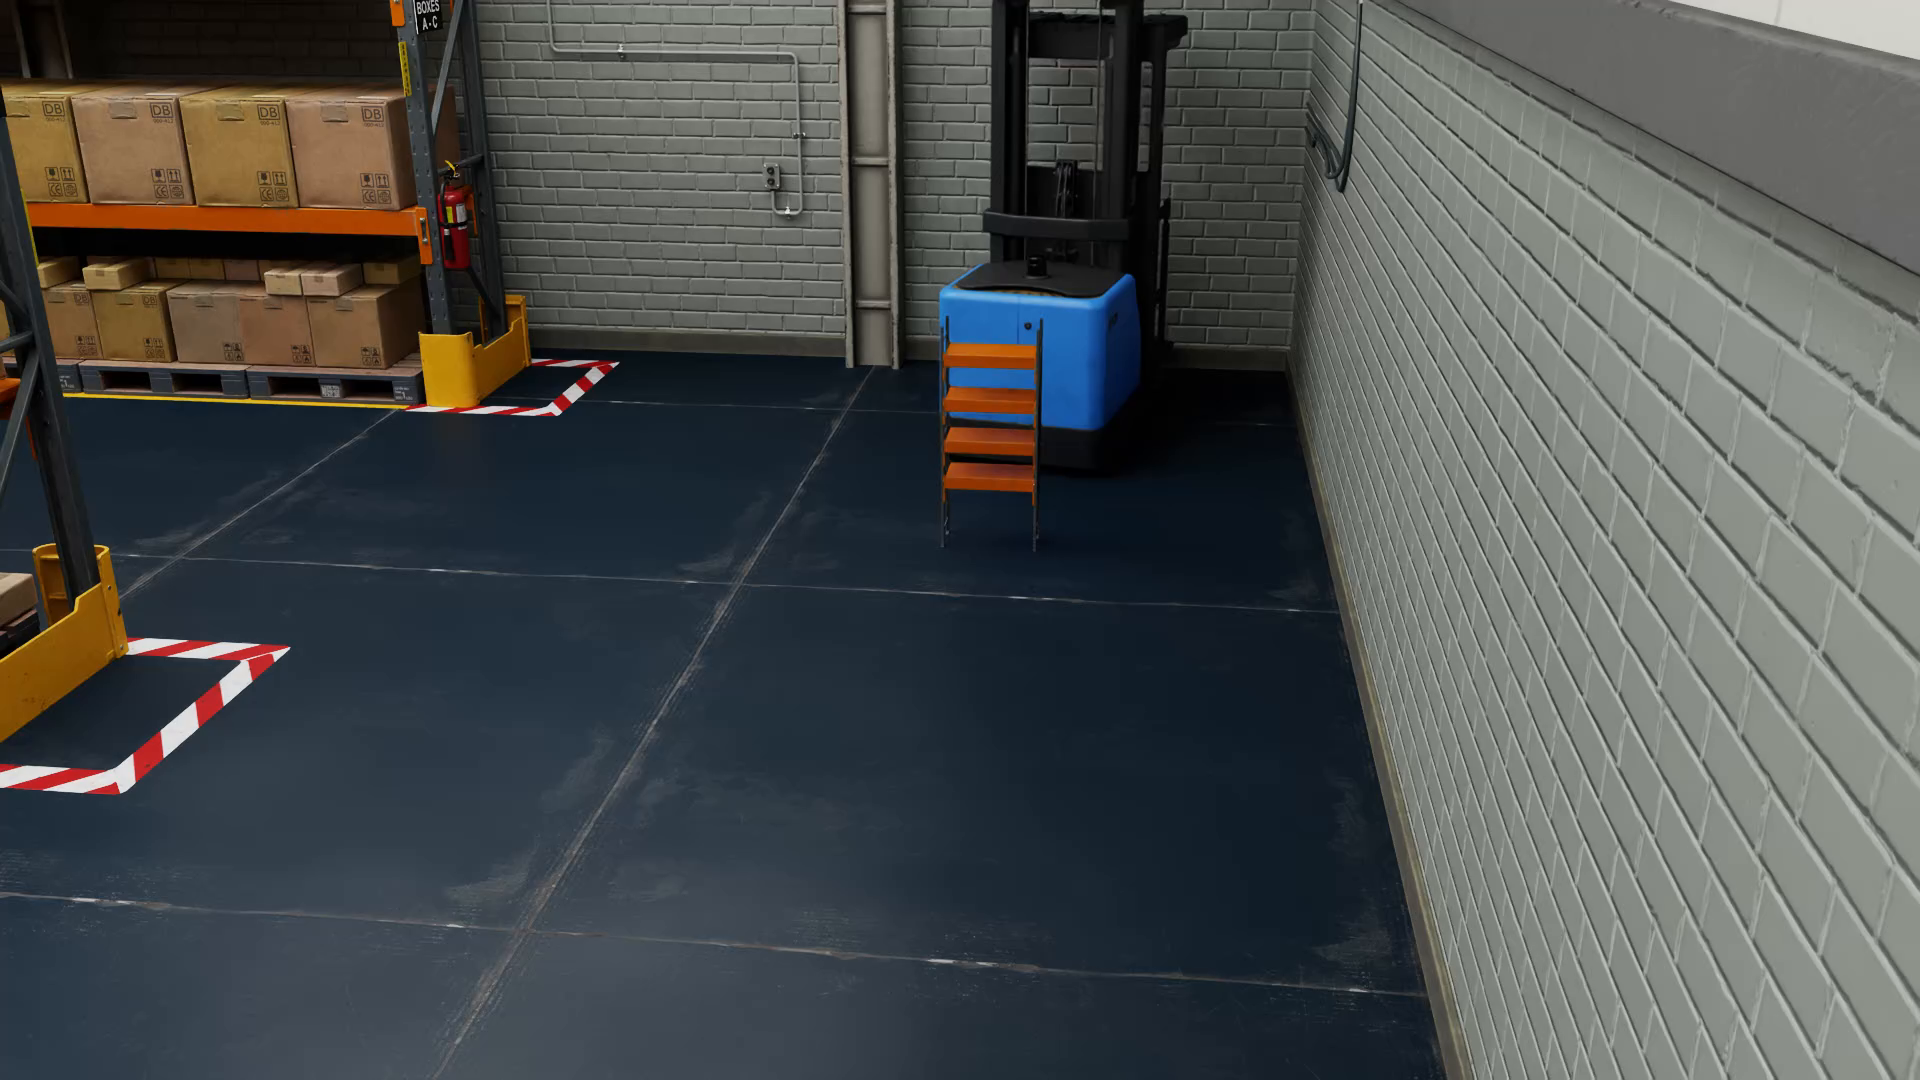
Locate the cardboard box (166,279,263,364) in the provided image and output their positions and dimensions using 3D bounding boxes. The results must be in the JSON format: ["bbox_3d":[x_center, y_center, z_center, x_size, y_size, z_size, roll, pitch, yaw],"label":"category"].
[{"bbox_3d":[-5.104,-1.571,11.662,0.500,0.500,0.700,2,22,5],"label":"cardboard box"}]

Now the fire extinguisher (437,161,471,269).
[{"bbox_3d":[-3.305,-2.117,10.826,0.183,0.674,0.296,2,22,6],"label":"fire extinguisher"}]

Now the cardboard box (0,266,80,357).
[{"bbox_3d":[-6.642,-1.637,11.830,0.500,0.500,0.700,3,22,7],"label":"cardboard box"}]

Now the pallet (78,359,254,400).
[{"bbox_3d":[-5.412,-1.264,11.850,1.213,0.211,1.003,2,22,6],"label":"pallet"}]

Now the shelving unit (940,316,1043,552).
[{"bbox_3d":[0.164,-0.551,8.701,0.503,1.200,0.258,2,22,6],"label":"shelving unit"}]

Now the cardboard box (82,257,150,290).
[{"bbox_3d":[-5.805,-1.835,11.448,0.250,0.149,0.380,2,22,5],"label":"cardboard box"}]

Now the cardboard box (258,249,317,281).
[{"bbox_3d":[-4.711,-1.930,11.687,0.250,0.149,0.380,3,22,7],"label":"cardboard box"}]

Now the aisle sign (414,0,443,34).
[{"bbox_3d":[-3.364,-3.597,10.423,0.004,0.787,0.394,2,22,6],"label":"aisle sign"}]

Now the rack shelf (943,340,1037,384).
[{"bbox_3d":[0.164,-0.916,8.557,0.480,0.148,0.258,2,22,6],"label":"rack shelf"}]

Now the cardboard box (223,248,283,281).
[{"bbox_3d":[-4.964,-1.940,11.714,0.250,0.149,0.380,3,22,7],"label":"cardboard box"}]

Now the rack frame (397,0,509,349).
[{"bbox_3d":[-3.400,-2.501,11.186,0.127,3.000,1.000,2,22,6],"label":"rack frame"}]

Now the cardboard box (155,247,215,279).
[{"bbox_3d":[-5.470,-1.962,11.770,0.250,0.149,0.380,2,22,5],"label":"cardboard box"}]

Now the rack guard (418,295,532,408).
[{"bbox_3d":[-3.377,-1.338,11.643,0.348,0.500,1.175,2,22,6],"label":"rack guard"}]

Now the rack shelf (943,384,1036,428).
[{"bbox_3d":[0.164,-0.696,8.644,0.480,0.148,0.258,2,22,6],"label":"rack shelf"}]

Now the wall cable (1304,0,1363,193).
[{"bbox_3d":[2.174,-3.472,9.705,0.112,2.526,3.097,2,22,6],"label":"wall cable"}]

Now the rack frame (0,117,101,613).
[{"bbox_3d":[-3.980,-0.692,6.611,0.127,3.000,1.000,2,22,6],"label":"rack frame"}]

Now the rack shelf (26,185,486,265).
[{"bbox_3d":[-5.387,-2.253,11.537,4.000,0.370,1.077,2,22,6],"label":"rack shelf"}]

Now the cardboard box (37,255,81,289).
[{"bbox_3d":[-6.323,-1.857,11.505,0.250,0.149,0.380,3,22,8],"label":"cardboard box"}]

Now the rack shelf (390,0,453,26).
[{"bbox_3d":[-5.387,-3.648,10.986,4.000,0.370,1.077,2,22,6],"label":"rack shelf"}]

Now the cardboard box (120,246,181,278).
[{"bbox_3d":[-5.727,-1.973,11.797,0.250,0.149,0.380,3,22,7],"label":"cardboard box"}]

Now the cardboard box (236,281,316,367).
[{"bbox_3d":[-4.604,-1.549,11.608,0.500,0.500,0.700,2,22,6],"label":"cardboard box"}]

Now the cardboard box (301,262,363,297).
[{"bbox_3d":[-4.256,-1.768,11.279,0.250,0.149,0.380,2,22,6],"label":"cardboard box"}]

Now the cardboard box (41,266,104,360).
[{"bbox_3d":[-6.144,-1.614,11.772,0.500,0.500,0.700,2,22,6],"label":"cardboard box"}]

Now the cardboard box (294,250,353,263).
[{"bbox_3d":[-4.463,-1.919,11.659,0.250,0.149,0.380,3,22,6],"label":"cardboard box"}]

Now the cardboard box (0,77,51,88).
[{"bbox_3d":[-6.836,-2.784,11.495,0.700,0.700,0.980,3,22,7],"label":"cardboard box"}]

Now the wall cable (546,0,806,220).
[{"bbox_3d":[-2.018,-3.264,11.733,1.851,1.984,0.084,2,22,6],"label":"wall cable"}]

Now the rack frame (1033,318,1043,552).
[{"bbox_3d":[0.407,-0.540,8.674,0.015,1.200,0.240,2,22,6],"label":"rack frame"}]

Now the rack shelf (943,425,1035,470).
[{"bbox_3d":[0.164,-0.488,8.726,0.480,0.148,0.258,2,22,6],"label":"rack shelf"}]

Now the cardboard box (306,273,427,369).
[{"bbox_3d":[-4.107,-1.528,11.553,0.500,0.500,0.700,2,22,6],"label":"cardboard box"}]

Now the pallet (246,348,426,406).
[{"bbox_3d":[-4.204,-1.210,11.714,1.213,0.211,1.003,2,22,6],"label":"pallet"}]

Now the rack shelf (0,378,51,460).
[{"bbox_3d":[-5.966,-0.444,6.962,4.000,0.370,1.077,2,22,6],"label":"rack shelf"}]

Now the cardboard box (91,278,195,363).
[{"bbox_3d":[-5.634,-1.591,11.714,0.500,0.500,0.700,3,22,8],"label":"cardboard box"}]

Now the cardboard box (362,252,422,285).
[{"bbox_3d":[-3.960,-1.897,11.605,0.250,0.149,0.380,3,22,7],"label":"cardboard box"}]

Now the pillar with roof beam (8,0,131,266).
[{"bbox_3d":[-7.082,-4.178,7.268,0.400,9.000,9.100,2,22,6],"label":"pillar with roof beam"}]

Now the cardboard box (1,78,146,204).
[{"bbox_3d":[-6.112,-2.751,11.410,0.700,0.700,0.980,2,22,5],"label":"cardboard box"}]

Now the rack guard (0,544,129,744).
[{"bbox_3d":[-4.055,0.467,7.079,0.348,0.500,1.175,2,22,6],"label":"rack guard"}]

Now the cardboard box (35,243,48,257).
[{"bbox_3d":[-6.763,-2.018,11.910,0.250,0.149,0.380,2,22,6],"label":"cardboard box"}]

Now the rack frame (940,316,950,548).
[{"bbox_3d":[-0.078,-0.561,8.728,0.015,1.200,0.240,2,22,6],"label":"rack frame"}]

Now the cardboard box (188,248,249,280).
[{"bbox_3d":[-5.219,-1.951,11.742,0.250,0.149,0.380,3,22,7],"label":"cardboard box"}]

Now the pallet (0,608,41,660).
[{"bbox_3d":[-4.847,0.567,7.219,1.213,0.211,1.003,2,22,6],"label":"pallet"}]

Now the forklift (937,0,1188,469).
[{"bbox_3d":[0.804,-2.290,10.746,1.130,2.935,3.031,7,23,17],"label":"forklift"}]

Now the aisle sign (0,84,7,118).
[{"bbox_3d":[-3.877,-2.006,6.397,0.004,0.787,0.394,2,22,6],"label":"aisle sign"}]

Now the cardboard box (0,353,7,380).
[{"bbox_3d":[-4.389,-0.854,6.885,0.500,0.500,0.500,3,22,7],"label":"cardboard box"}]

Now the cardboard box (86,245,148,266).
[{"bbox_3d":[-5.977,-1.984,11.826,0.250,0.149,0.380,2,22,5],"label":"cardboard box"}]

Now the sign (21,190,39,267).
[{"bbox_3d":[-3.916,-1.293,6.953,0.005,0.325,0.100,2,22,6],"label":"sign"}]

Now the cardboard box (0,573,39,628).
[{"bbox_3d":[-4.355,0.285,7.418,0.250,0.149,0.380,2,22,6],"label":"cardboard box"}]

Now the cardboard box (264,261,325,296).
[{"bbox_3d":[-4.510,-1.779,11.307,0.250,0.149,0.380,3,22,8],"label":"cardboard box"}]

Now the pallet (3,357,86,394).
[{"bbox_3d":[-6.627,-1.316,11.981,1.213,0.211,1.003,2,22,6],"label":"pallet"}]

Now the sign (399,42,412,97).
[{"bbox_3d":[-3.478,-2.952,10.430,0.005,0.325,0.100,2,22,6],"label":"sign"}]

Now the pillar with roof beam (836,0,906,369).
[{"bbox_3d":[-1.124,-3.918,6.611,0.400,9.000,9.100,2,22,6],"label":"pillar with roof beam"}]

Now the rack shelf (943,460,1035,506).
[{"bbox_3d":[0.164,-0.304,8.799,0.480,0.148,0.258,2,22,6],"label":"rack shelf"}]

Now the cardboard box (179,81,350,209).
[{"bbox_3d":[-4.632,-2.686,11.247,0.700,0.700,0.980,2,22,6],"label":"cardboard box"}]

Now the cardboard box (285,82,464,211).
[{"bbox_3d":[-3.908,-2.659,11.178,0.700,0.700,0.980,3,22,9],"label":"cardboard box"}]

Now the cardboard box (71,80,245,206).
[{"bbox_3d":[-5.388,-2.723,11.339,0.700,0.700,0.980,1,22,4],"label":"cardboard box"}]
